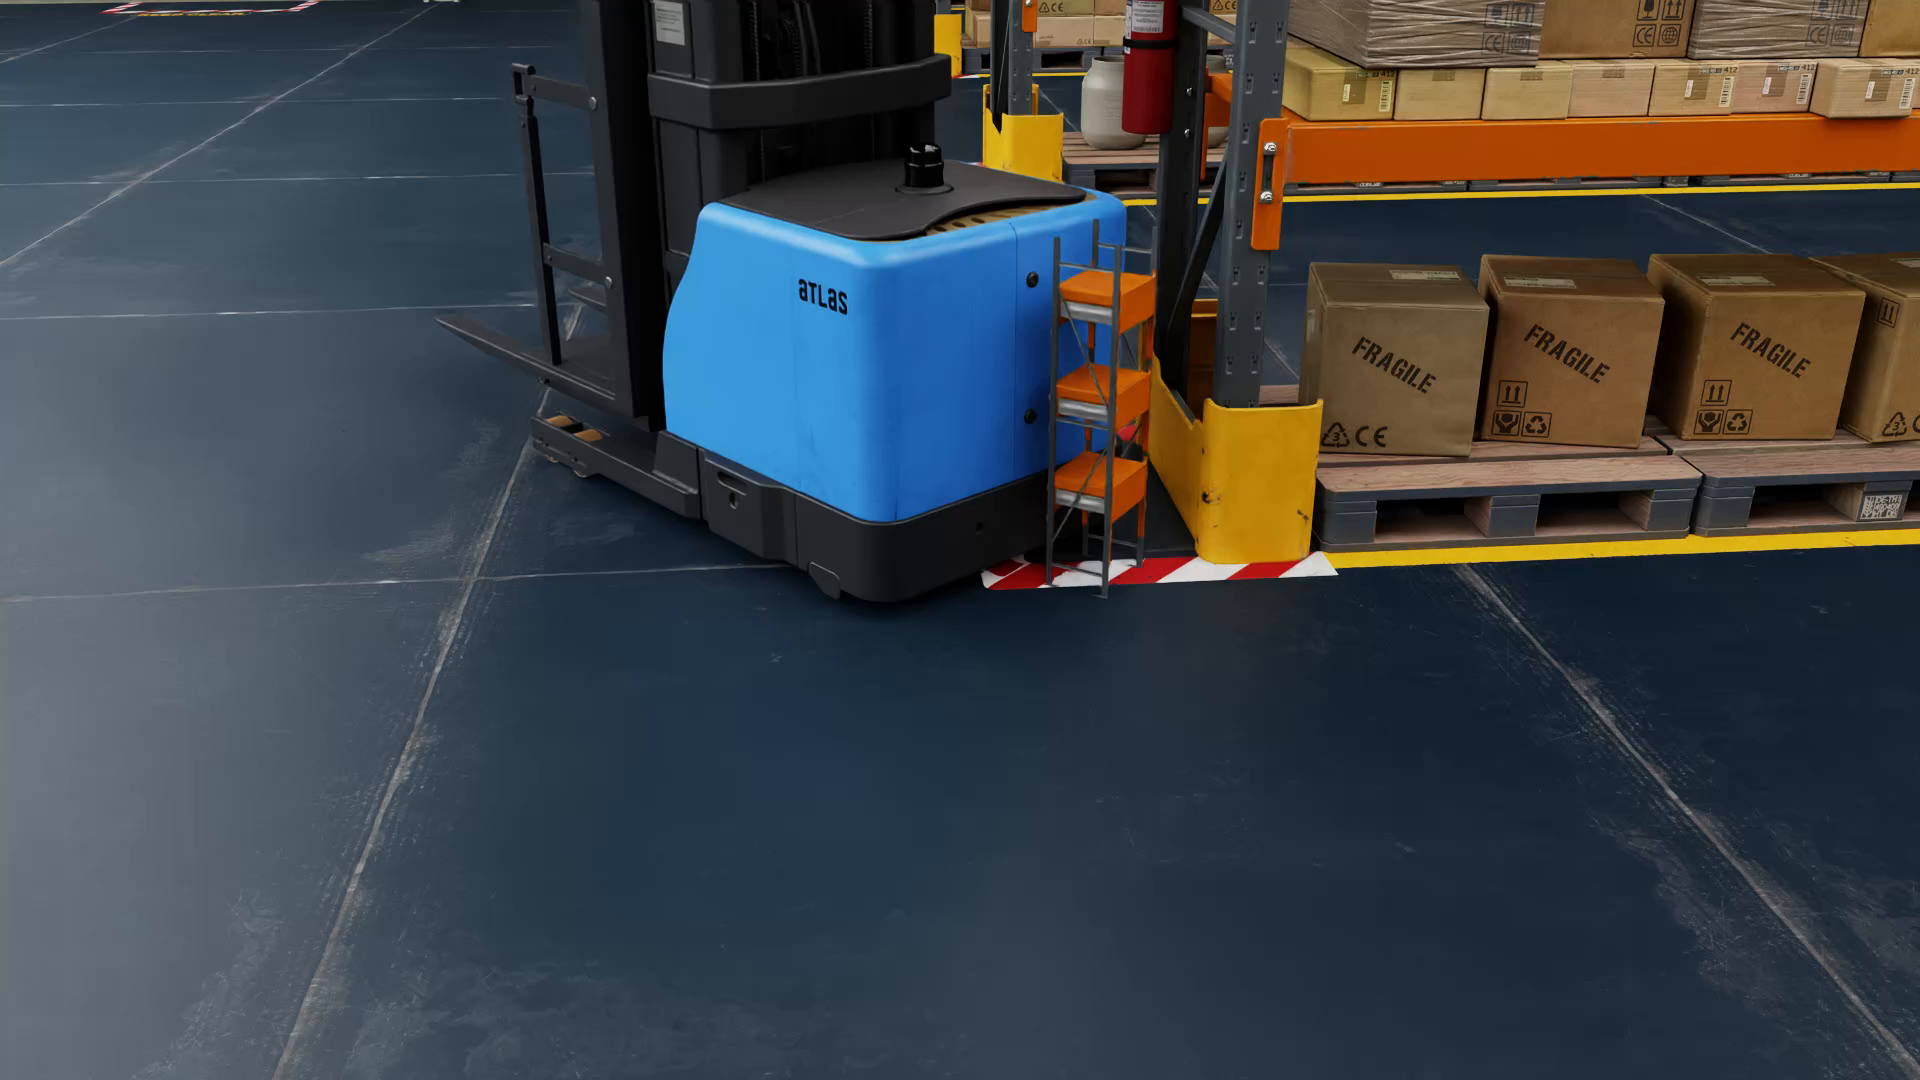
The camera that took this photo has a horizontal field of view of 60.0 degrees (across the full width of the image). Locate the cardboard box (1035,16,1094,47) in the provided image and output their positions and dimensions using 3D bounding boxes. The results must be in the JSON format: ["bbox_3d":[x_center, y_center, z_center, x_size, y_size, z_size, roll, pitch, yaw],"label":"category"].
[{"bbox_3d":[0.867,-4.426,14.382,0.500,0.250,0.500,-2,24,-5],"label":"cardboard box"}]

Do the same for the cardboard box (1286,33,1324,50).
[{"bbox_3d":[1.048,-1.513,5.271,0.250,0.149,0.380,-2,24,-5],"label":"cardboard box"}]

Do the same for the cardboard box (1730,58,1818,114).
[{"bbox_3d":[2.335,-1.386,4.984,0.250,0.149,0.380,-2,24,-5],"label":"cardboard box"}]

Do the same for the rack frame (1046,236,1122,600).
[{"bbox_3d":[0.343,-0.326,4.690,0.200,1.050,0.008,13,27,27],"label":"rack frame"}]

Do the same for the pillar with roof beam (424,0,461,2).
[{"bbox_3d":[-5.612,-8.679,13.697,0.400,9.000,9.100,-2,24,-5],"label":"pillar with roof beam"}]

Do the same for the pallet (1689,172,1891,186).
[{"bbox_3d":[5.056,-2.468,10.542,1.213,0.211,1.003,-2,24,-5],"label":"pallet"}]

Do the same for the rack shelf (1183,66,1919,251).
[{"bbox_3d":[2.775,-1.284,5.332,4.000,0.370,1.077,-2,24,-5],"label":"rack shelf"}]

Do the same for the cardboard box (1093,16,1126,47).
[{"bbox_3d":[1.365,-4.446,14.427,0.500,0.250,0.500,-2,24,-5],"label":"cardboard box"}]

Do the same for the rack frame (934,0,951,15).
[{"bbox_3d":[-0.185,-5.537,14.015,0.127,3.000,1.000,-2,24,-5],"label":"rack frame"}]

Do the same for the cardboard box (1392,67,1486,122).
[{"bbox_3d":[1.342,-1.336,4.871,0.250,0.149,0.380,-2,24,-5],"label":"cardboard box"}]

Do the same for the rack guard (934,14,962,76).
[{"bbox_3d":[-0.209,-4.394,14.521,0.348,0.500,1.175,-2,24,-5],"label":"rack guard"}]

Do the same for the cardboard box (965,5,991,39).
[{"bbox_3d":[0.319,-4.614,14.805,0.500,0.250,0.500,-2,24,-5],"label":"cardboard box"}]

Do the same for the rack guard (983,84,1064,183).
[{"bbox_3d":[0.369,-2.415,10.068,0.348,0.500,1.175,-2,24,-5],"label":"rack guard"}]

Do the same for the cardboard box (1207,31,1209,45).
[{"bbox_3d":[1.863,-4.464,14.467,0.500,0.250,0.500,-2,24,-5],"label":"cardboard box"}]

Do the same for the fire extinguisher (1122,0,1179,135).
[{"bbox_3d":[0.625,-1.679,5.431,0.183,0.674,0.296,-2,24,-5],"label":"fire extinguisher"}]

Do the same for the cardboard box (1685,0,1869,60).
[{"bbox_3d":[2.322,-1.797,5.110,0.500,0.500,0.875,-2,24,-5],"label":"cardboard box"}]

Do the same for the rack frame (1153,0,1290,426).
[{"bbox_3d":[0.784,-1.533,5.006,0.127,3.000,1.000,-2,24,-5],"label":"rack frame"}]

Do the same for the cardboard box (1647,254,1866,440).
[{"bbox_3d":[2.624,-0.656,5.593,0.500,0.500,0.500,0,24,0],"label":"cardboard box"}]

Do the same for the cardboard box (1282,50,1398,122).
[{"bbox_3d":[1.092,-1.333,4.866,0.250,0.149,0.380,-2,24,-5],"label":"cardboard box"}]

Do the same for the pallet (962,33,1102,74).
[{"bbox_3d":[0.571,-4.311,14.688,1.213,0.211,1.003,-2,24,-5],"label":"pallet"}]

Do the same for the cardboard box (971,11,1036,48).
[{"bbox_3d":[0.370,-4.404,14.334,0.500,0.250,0.500,-2,24,-5],"label":"cardboard box"}]

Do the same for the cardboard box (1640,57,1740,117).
[{"bbox_3d":[2.089,-1.365,4.937,0.250,0.149,0.380,-2,24,-5],"label":"cardboard box"}]

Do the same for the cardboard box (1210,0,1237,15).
[{"bbox_3d":[2.359,-4.832,14.372,0.500,0.500,0.500,-2,24,-5],"label":"cardboard box"}]

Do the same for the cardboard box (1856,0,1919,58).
[{"bbox_3d":[2.821,-1.812,5.144,0.500,0.500,0.875,-2,24,-5],"label":"cardboard box"}]

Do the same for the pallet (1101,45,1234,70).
[{"bbox_3d":[1.783,-4.358,14.795,1.213,0.211,1.003,-2,24,-5],"label":"pallet"}]

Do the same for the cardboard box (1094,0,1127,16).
[{"bbox_3d":[1.364,-4.793,14.285,0.500,0.500,0.500,-2,24,-5],"label":"cardboard box"}]

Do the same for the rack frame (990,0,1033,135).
[{"bbox_3d":[0.298,-3.535,9.510,0.127,3.000,1.000,-2,24,-5],"label":"rack frame"}]

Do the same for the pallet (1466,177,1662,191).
[{"bbox_3d":[3.606,-2.411,10.414,1.213,0.211,1.003,-2,24,-5],"label":"pallet"}]

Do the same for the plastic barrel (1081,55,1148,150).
[{"bbox_3d":[0.945,-2.647,10.059,0.421,0.512,0.421,0,24,0],"label":"plastic barrel"}]

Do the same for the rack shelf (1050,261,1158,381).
[{"bbox_3d":[0.404,-0.618,4.676,0.215,0.259,0.240,13,27,27],"label":"rack shelf"}]

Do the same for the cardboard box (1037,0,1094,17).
[{"bbox_3d":[0.867,-4.768,14.228,0.500,0.500,0.500,-2,24,-5],"label":"cardboard box"}]

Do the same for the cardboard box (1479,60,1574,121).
[{"bbox_3d":[1.592,-1.340,4.880,0.250,0.149,0.380,-2,24,-5],"label":"cardboard box"}]

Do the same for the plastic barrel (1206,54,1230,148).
[{"bbox_3d":[1.444,-2.667,10.104,0.421,0.512,0.421,0,24,0],"label":"plastic barrel"}]

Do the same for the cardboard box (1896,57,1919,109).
[{"bbox_3d":[2.830,-1.418,5.056,0.250,0.149,0.380,-2,24,-5],"label":"cardboard box"}]

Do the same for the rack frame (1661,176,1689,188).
[{"bbox_3d":[4.278,-3.695,9.870,0.127,3.000,1.000,-2,24,-5],"label":"rack frame"}]

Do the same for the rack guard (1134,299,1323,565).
[{"bbox_3d":[0.860,-0.394,5.521,0.348,0.500,1.175,-2,24,-5],"label":"rack guard"}]

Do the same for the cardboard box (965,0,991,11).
[{"bbox_3d":[0.319,-4.957,14.655,0.500,0.500,0.500,-2,24,-5],"label":"cardboard box"}]

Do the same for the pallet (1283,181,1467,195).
[{"bbox_3d":[2.389,-2.361,10.301,1.213,0.211,1.003,-2,24,-5],"label":"pallet"}]

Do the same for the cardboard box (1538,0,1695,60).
[{"bbox_3d":[1.820,-1.794,5.104,0.500,0.500,0.875,-2,24,-5],"label":"cardboard box"}]

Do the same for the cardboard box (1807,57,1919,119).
[{"bbox_3d":[2.594,-1.354,4.913,0.250,0.149,0.380,-2,24,-5],"label":"cardboard box"}]

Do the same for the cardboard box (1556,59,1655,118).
[{"bbox_3d":[1.839,-1.358,4.921,0.250,0.149,0.380,-2,24,-5],"label":"cardboard box"}]

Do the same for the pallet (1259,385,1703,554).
[{"bbox_3d":[1.672,-0.280,5.620,1.213,0.211,1.003,-2,24,-5],"label":"pallet"}]

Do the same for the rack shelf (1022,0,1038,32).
[{"bbox_3d":[2.288,-3.286,9.836,4.000,0.370,1.077,-2,24,-5],"label":"rack shelf"}]

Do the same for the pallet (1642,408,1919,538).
[{"bbox_3d":[2.883,-0.327,5.727,1.213,0.211,1.003,-2,24,-5],"label":"pallet"}]

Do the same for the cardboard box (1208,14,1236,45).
[{"bbox_3d":[2.360,-4.484,14.513,0.500,0.250,0.500,-2,24,-5],"label":"cardboard box"}]

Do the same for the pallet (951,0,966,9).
[{"bbox_3d":[0.212,-6.286,19.134,1.213,0.211,1.003,-2,24,-5],"label":"pallet"}]

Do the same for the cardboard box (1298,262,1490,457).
[{"bbox_3d":[1.408,-0.601,5.469,0.500,0.500,0.500,2,24,5],"label":"cardboard box"}]

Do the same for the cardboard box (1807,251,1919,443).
[{"bbox_3d":[3.184,-0.660,5.603,0.500,0.500,0.500,-4,24,-10],"label":"cardboard box"}]

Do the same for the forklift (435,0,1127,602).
[{"bbox_3d":[-0.858,-1.676,5.413,1.130,2.935,3.031,-20,31,-38],"label":"forklift"}]

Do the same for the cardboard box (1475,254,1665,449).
[{"bbox_3d":[1.999,-0.639,5.554,0.500,0.500,0.500,4,24,9],"label":"cardboard box"}]

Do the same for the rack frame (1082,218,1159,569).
[{"bbox_3d":[0.465,-0.412,4.883,0.200,1.050,0.008,13,27,27],"label":"rack frame"}]

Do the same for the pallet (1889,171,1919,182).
[{"bbox_3d":[6.273,-2.518,10.654,1.213,0.211,1.003,-2,24,-5],"label":"pallet"}]

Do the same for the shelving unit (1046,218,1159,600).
[{"bbox_3d":[0.404,-0.369,4.787,0.215,1.050,0.252,13,27,27],"label":"shelving unit"}]

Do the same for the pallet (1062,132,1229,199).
[{"bbox_3d":[1.178,-2.313,10.194,1.213,0.211,1.003,-2,24,-5],"label":"pallet"}]

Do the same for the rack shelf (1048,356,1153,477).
[{"bbox_3d":[0.404,-0.359,4.791,0.215,0.259,0.240,13,27,27],"label":"rack shelf"}]

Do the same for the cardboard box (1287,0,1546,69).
[{"bbox_3d":[1.335,-1.726,4.950,0.500,0.500,0.875,-2,24,-5],"label":"cardboard box"}]

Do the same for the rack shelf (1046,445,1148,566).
[{"bbox_3d":[0.404,-0.105,4.904,0.215,0.259,0.240,13,27,27],"label":"rack shelf"}]
